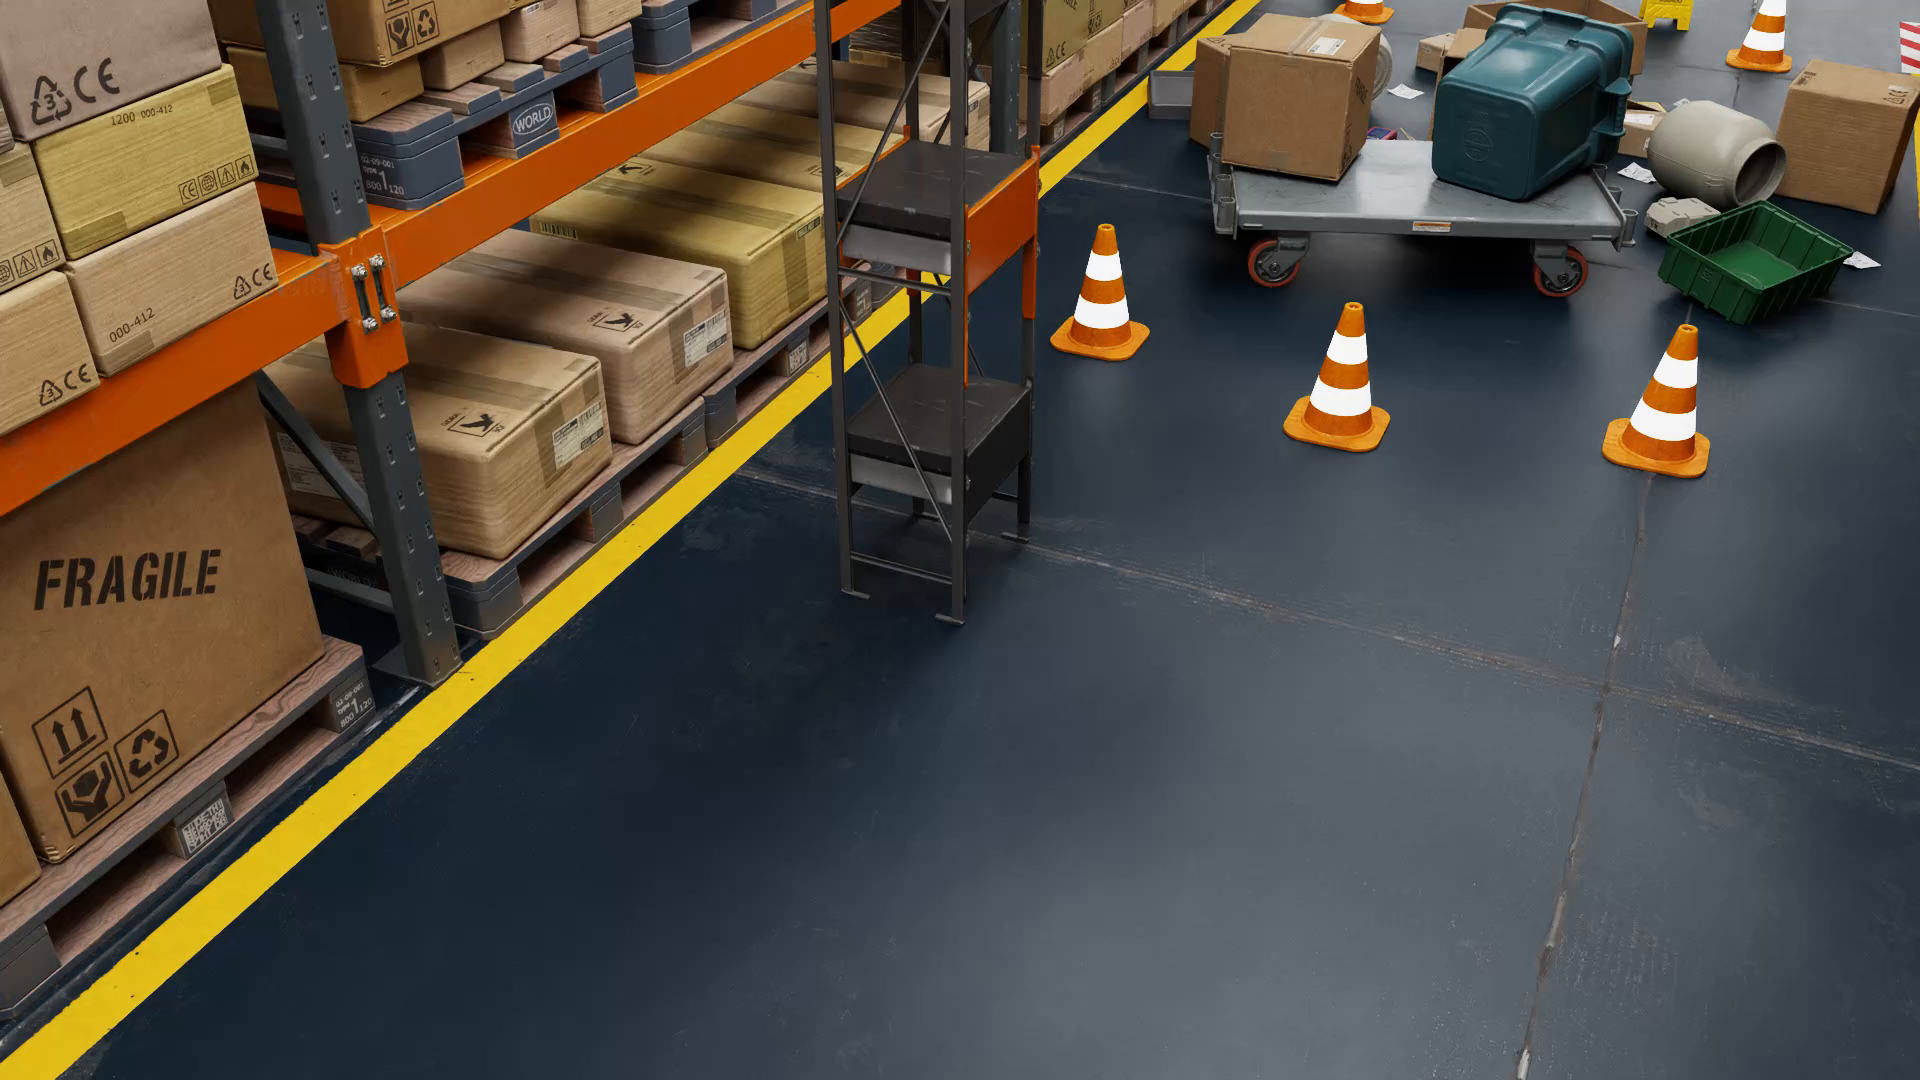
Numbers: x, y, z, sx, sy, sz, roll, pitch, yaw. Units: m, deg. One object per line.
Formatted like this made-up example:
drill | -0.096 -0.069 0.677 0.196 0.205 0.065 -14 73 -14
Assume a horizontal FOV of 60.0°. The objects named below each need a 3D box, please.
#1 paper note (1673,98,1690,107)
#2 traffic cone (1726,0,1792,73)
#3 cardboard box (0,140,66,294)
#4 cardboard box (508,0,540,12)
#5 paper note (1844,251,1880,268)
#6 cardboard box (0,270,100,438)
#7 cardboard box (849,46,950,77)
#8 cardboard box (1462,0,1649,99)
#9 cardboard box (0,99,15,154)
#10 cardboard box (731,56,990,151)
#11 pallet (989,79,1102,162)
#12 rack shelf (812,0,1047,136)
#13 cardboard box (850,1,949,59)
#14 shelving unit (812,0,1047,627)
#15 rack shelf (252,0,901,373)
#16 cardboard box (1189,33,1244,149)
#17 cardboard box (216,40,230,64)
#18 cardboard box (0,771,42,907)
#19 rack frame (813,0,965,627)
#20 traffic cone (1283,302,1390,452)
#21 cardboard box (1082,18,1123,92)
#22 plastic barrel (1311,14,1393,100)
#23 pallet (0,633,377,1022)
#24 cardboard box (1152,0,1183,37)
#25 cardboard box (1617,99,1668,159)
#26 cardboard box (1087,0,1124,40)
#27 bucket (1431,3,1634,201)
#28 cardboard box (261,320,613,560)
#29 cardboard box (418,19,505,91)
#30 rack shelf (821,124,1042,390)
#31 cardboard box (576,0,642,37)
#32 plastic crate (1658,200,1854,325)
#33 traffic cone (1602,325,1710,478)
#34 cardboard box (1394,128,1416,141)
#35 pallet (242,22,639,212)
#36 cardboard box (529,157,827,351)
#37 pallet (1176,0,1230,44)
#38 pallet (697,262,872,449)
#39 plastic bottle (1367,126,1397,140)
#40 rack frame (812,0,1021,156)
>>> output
paper note | 3.821 -2.268 8.682 0.144 0.017 0.142 29 43 36
traffic cone | 4.490 -2.881 9.222 0.336 0.463 0.334 14 36 20
cardboard box | -2.067 -0.572 3.068 0.500 0.250 0.500 13 36 19
cardboard box | -1.274 -1.756 4.447 0.500 0.500 0.500 16 37 23
paper note | 3.787 -1.190 7.036 0.147 0.020 0.142 -9 34 -13
cardboard box | -2.059 -0.349 3.184 0.500 0.250 0.500 15 36 21
cardboard box | -0.207 -2.356 8.232 0.500 0.250 0.500 16 36 23
cardboard box | 3.028 -2.466 8.553 0.797 0.503 0.637 -9 34 -13
cardboard box | -2.070 -0.867 2.833 0.500 0.500 0.500 15 36 21
cardboard box | -0.427 -1.789 7.256 0.950 0.372 0.625 15 36 21
pallet | 0.039 -2.150 8.337 1.003 0.211 1.213 14 36 20
rack shelf | -0.069 -1.370 4.172 0.431 0.518 0.480 14 36 20
cardboard box | -0.206 -2.669 8.026 0.500 0.500 0.500 14 36 20
shelving unit | -0.069 -0.796 4.549 0.431 2.100 0.503 14 36 20
rack shelf | -1.047 -1.677 5.728 1.077 0.370 4.000 14 36 20
cardboard box | 1.474 -2.151 8.072 0.500 0.500 0.500 -15 36 -21
cardboard box | -1.960 -1.269 4.297 0.380 0.149 0.250 16 36 22
cardboard box | -2.625 0.499 3.307 0.875 0.875 0.875 15 36 21
rack frame | -0.171 -0.674 4.363 0.400 2.100 0.015 14 36 20
traffic cone | 1.329 -0.600 5.744 0.336 0.463 0.334 14 36 20
cardboard box | 0.495 -2.500 8.452 0.500 0.250 0.500 16 37 23
plastic barrel | 1.974 -2.513 8.696 0.421 0.421 0.512 -15 36 -21
pallet | -2.282 0.560 4.204 1.003 0.211 1.213 14 36 20
cardboard box | 0.932 -3.009 9.229 0.500 0.250 0.500 13 35 19
cardboard box | 3.374 -2.024 8.094 0.396 0.266 0.258 21 39 28
cardboard box | 0.495 -2.814 8.247 0.500 0.500 0.500 16 36 22
bucket | 2.291 -1.752 6.785 0.726 0.611 0.620 29 53 36
cardboard box | -1.638 -0.338 5.043 0.950 0.372 0.625 12 35 17
cardboard box | -1.430 -1.305 4.350 0.380 0.149 0.250 12 35 18
rack shelf | -0.069 -0.784 4.556 0.431 0.518 0.480 14 36 20
cardboard box | -1.140 -1.563 4.744 0.380 0.149 0.250 14 36 21
plastic crate | 3.211 -1.124 6.740 0.662 0.188 0.450 -21 49 -29
traffic cone | 2.395 -0.506 5.600 0.336 0.463 0.334 14 36 20
cardboard box | 2.080 -1.744 7.667 0.258 0.266 0.396 -9 34 -13
pallet | -1.682 -1.281 4.643 1.213 0.211 1.003 14 36 20
cardboard box | -1.014 -1.083 6.180 0.950 0.372 0.625 15 36 22
pallet | 1.059 -3.366 10.190 1.003 0.211 1.213 14 36 20
pallet | -1.044 -0.810 6.293 1.003 0.211 1.213 14 36 20
plastic bottle | 2.033 -1.958 8.180 0.133 0.061 0.283 21 39 28
rack frame | -0.210 -2.974 7.050 1.000 3.000 0.127 14 36 20
